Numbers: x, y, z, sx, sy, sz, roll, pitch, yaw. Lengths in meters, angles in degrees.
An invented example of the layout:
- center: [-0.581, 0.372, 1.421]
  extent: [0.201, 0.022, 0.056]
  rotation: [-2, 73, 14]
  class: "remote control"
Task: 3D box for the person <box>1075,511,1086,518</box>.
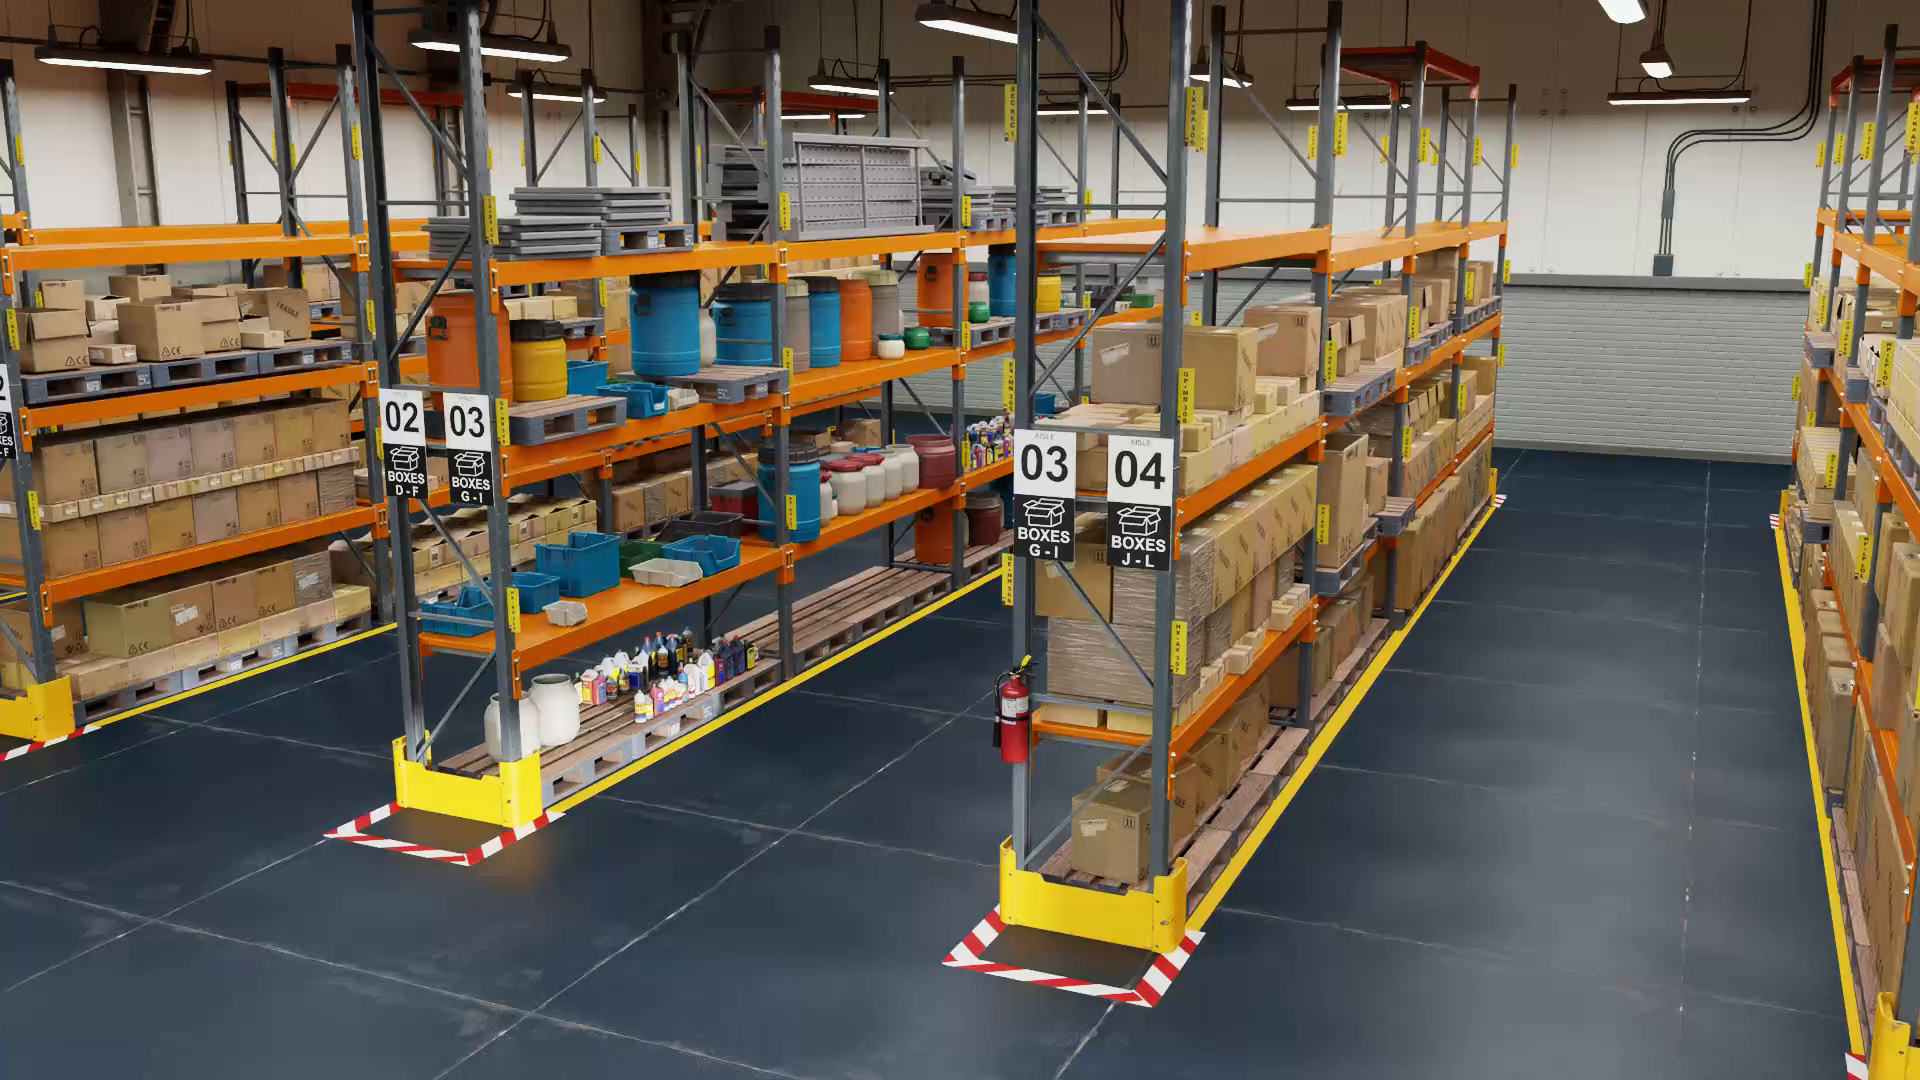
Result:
- center: [1.283, 0.093, 19.096]
  extent: [0.480, 1.088, 0.961]
  rotation: [5, 13, 21]
  class: "person"
